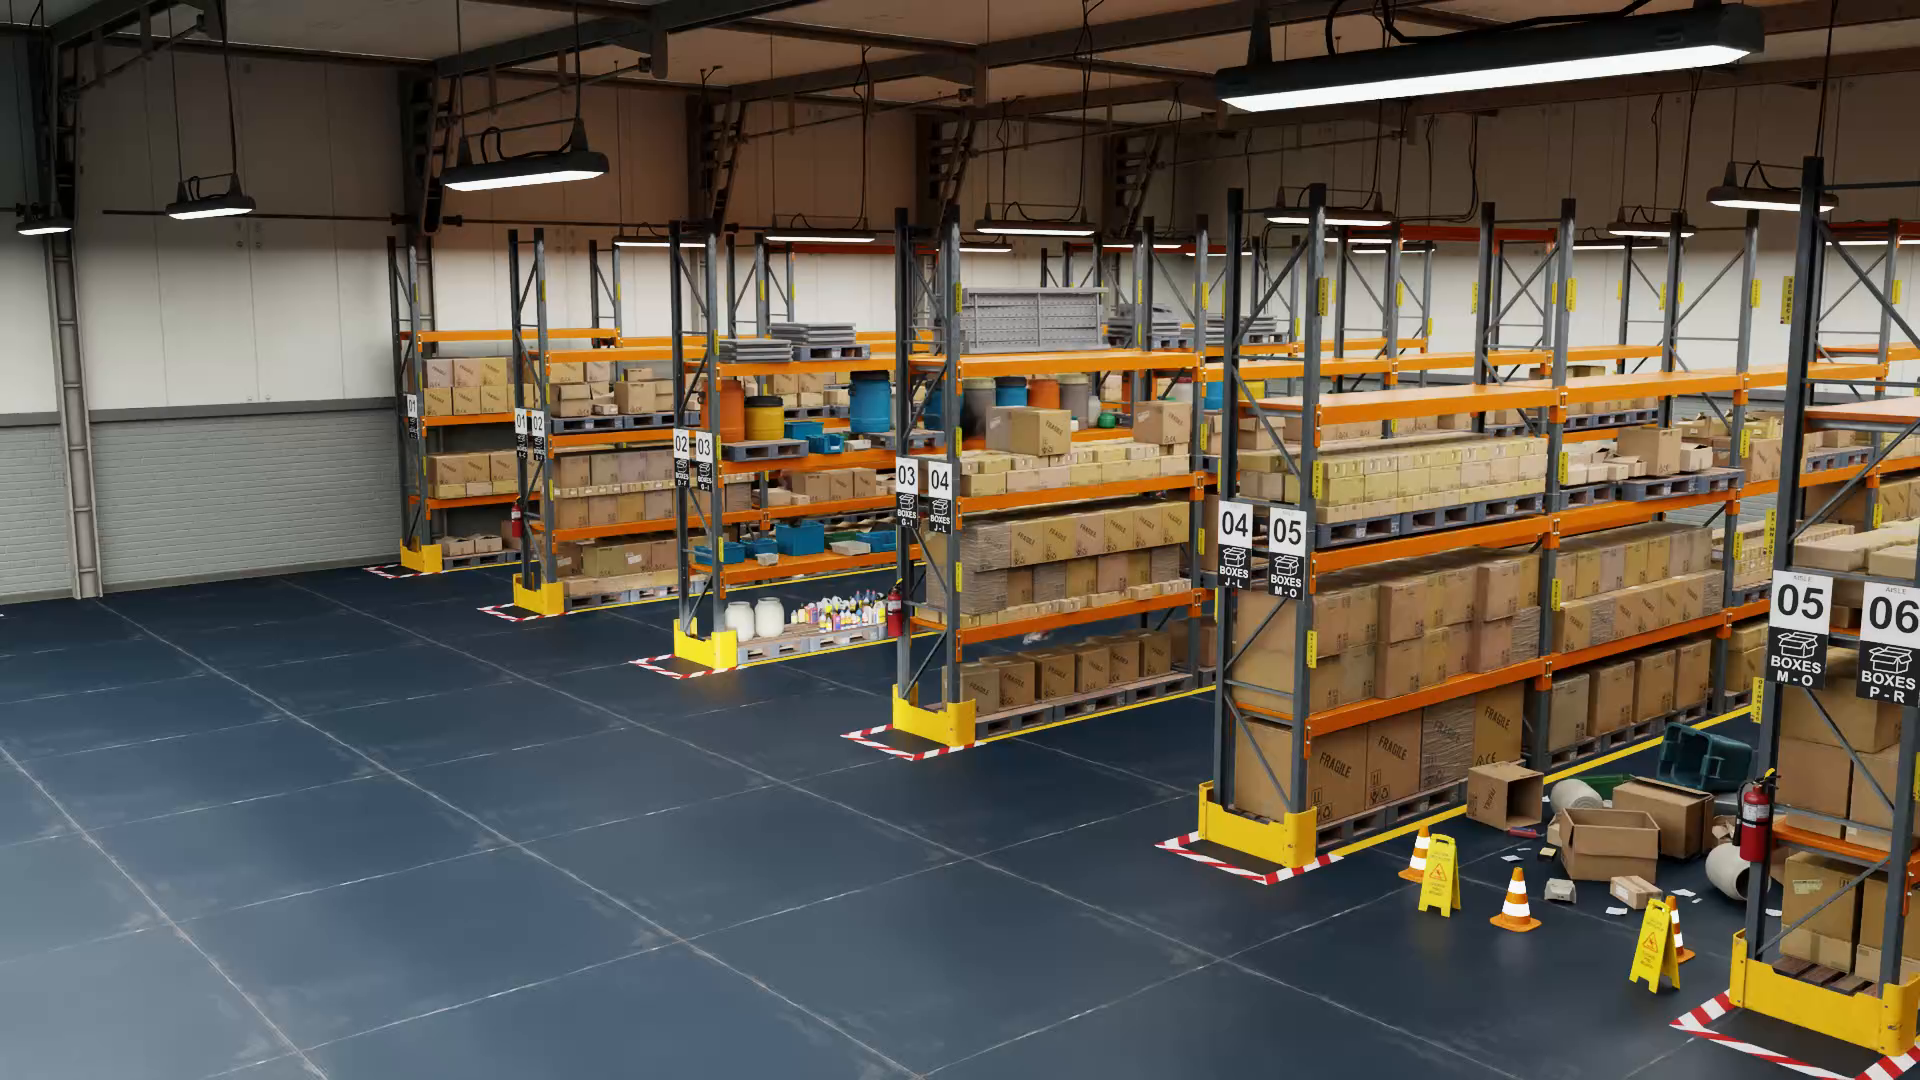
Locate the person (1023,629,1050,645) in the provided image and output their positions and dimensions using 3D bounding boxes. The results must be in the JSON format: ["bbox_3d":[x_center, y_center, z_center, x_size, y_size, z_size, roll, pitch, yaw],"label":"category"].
[{"bbox_3d":[0.967,0.604,22.629,0.635,1.696,0.571,-6,11,-36],"label":"person"}]

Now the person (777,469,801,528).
[{"bbox_3d":[-3.241,-0.598,32.085,0.721,1.711,0.704,6,10,33],"label":"person"}]
